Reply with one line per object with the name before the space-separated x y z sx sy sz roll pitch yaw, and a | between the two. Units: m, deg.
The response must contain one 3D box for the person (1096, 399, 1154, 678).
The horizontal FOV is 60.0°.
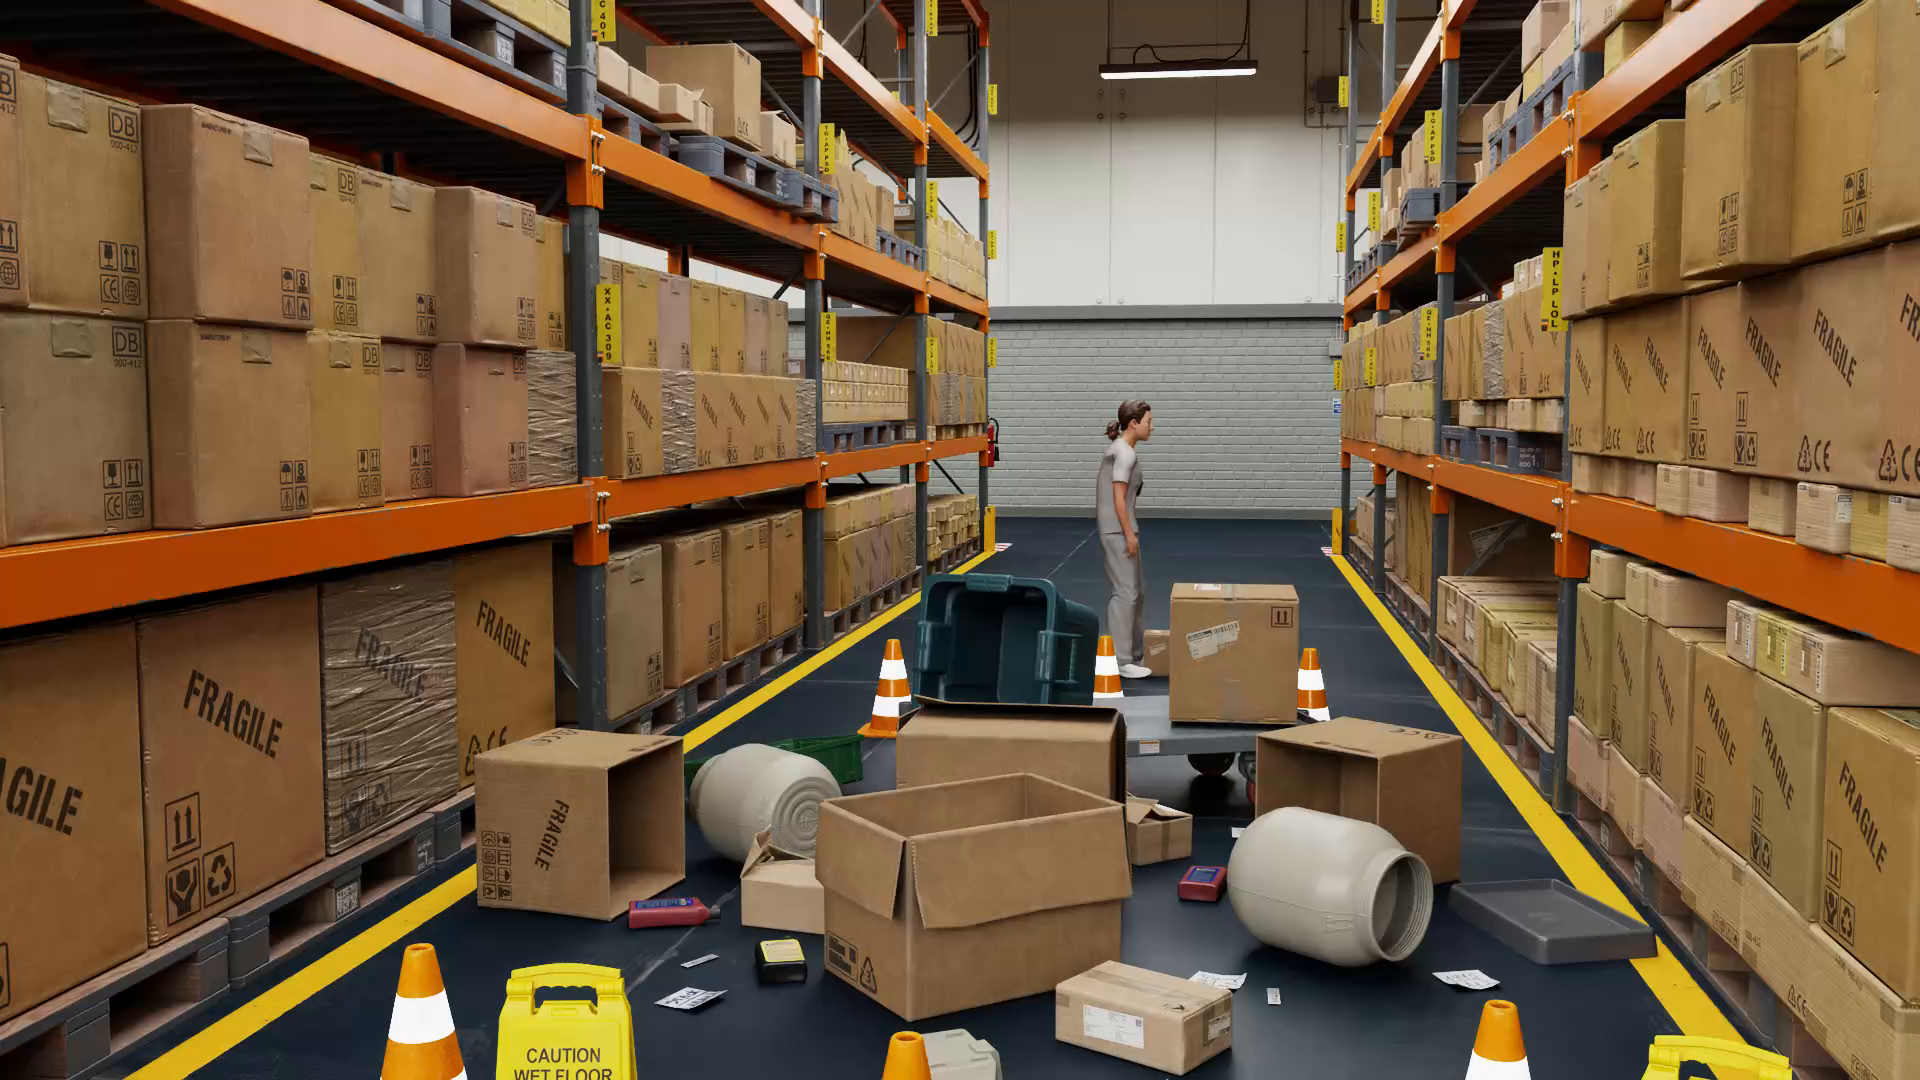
person | 1.032 -0.021 10.129 0.406 1.673 0.507 1 5 7
